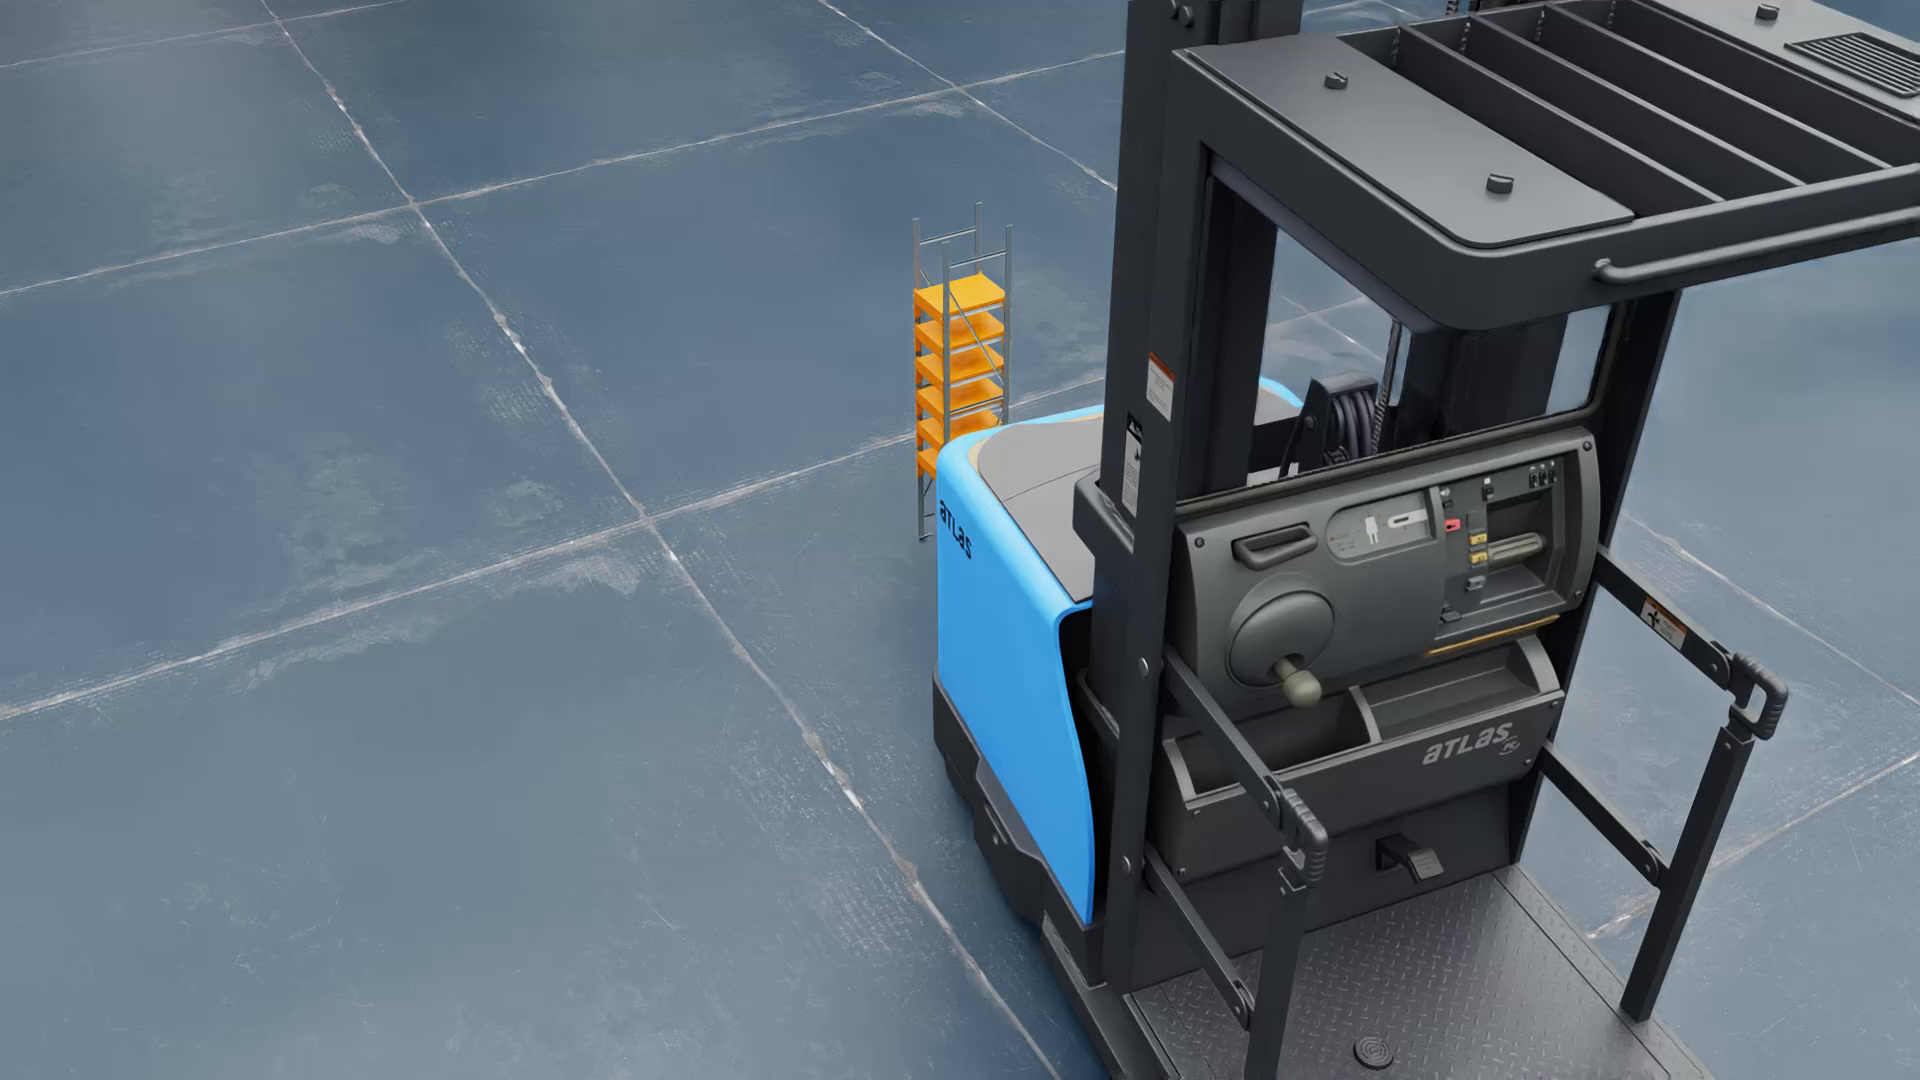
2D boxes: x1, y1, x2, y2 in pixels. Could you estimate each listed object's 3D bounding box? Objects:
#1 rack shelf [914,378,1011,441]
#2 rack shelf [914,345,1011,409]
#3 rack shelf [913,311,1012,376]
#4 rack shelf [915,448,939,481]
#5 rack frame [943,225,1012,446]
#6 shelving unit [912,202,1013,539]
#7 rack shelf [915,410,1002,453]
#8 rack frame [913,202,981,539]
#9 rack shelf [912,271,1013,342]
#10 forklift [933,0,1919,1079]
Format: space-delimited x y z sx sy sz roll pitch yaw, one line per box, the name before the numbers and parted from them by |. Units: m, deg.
rack shelf | 0.007 -0.441 5.412 0.258 0.103 0.180 -19 40 -24
rack shelf | 0.007 -0.538 5.341 0.258 0.103 0.180 -19 40 -24
rack shelf | 0.007 -0.635 5.271 0.258 0.103 0.180 -19 40 -24
rack shelf | 0.007 -0.247 5.554 0.258 0.103 0.180 -19 40 -24
rack frame | 0.053 -0.430 5.322 0.240 1.200 0.006 -19 40 -24
shelving unit | 0.007 -0.477 5.386 0.258 1.200 0.189 -19 40 -24
rack shelf | 0.007 -0.344 5.483 0.258 0.103 0.180 -19 40 -24
rack frame | -0.039 -0.524 5.450 0.240 1.200 0.006 -19 40 -24
rack shelf | 0.007 -0.732 5.200 0.258 0.103 0.180 -19 40 -24
forklift | 0.942 0.122 3.098 1.130 2.935 3.031 -13 38 -18
